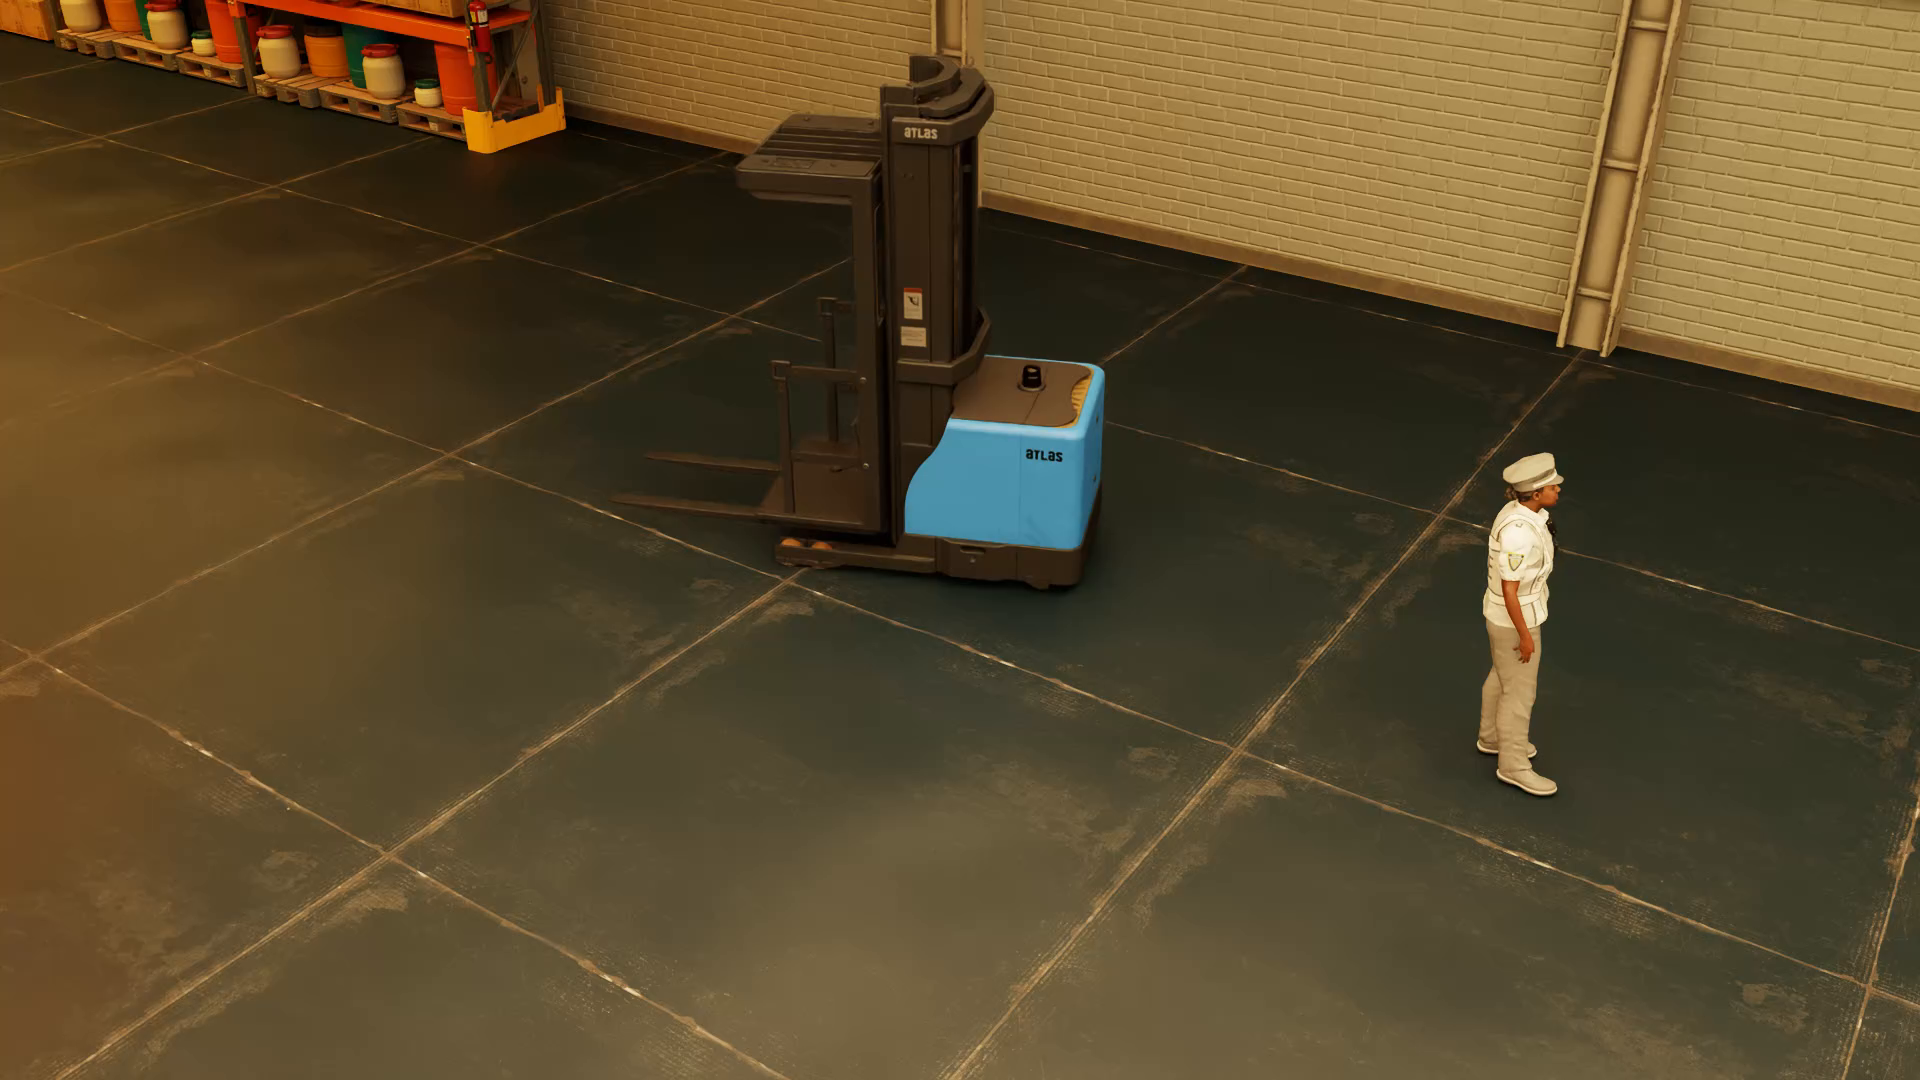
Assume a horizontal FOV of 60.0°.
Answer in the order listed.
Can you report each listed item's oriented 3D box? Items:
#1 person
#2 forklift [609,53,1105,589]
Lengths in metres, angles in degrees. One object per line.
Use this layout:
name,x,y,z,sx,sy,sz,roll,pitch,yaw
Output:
person,2.801,0.381,8.142,0.527,1.695,0.569,10,32,16
forklift,-0.669,-1.338,9.885,3.031,2.935,1.130,6,31,10
